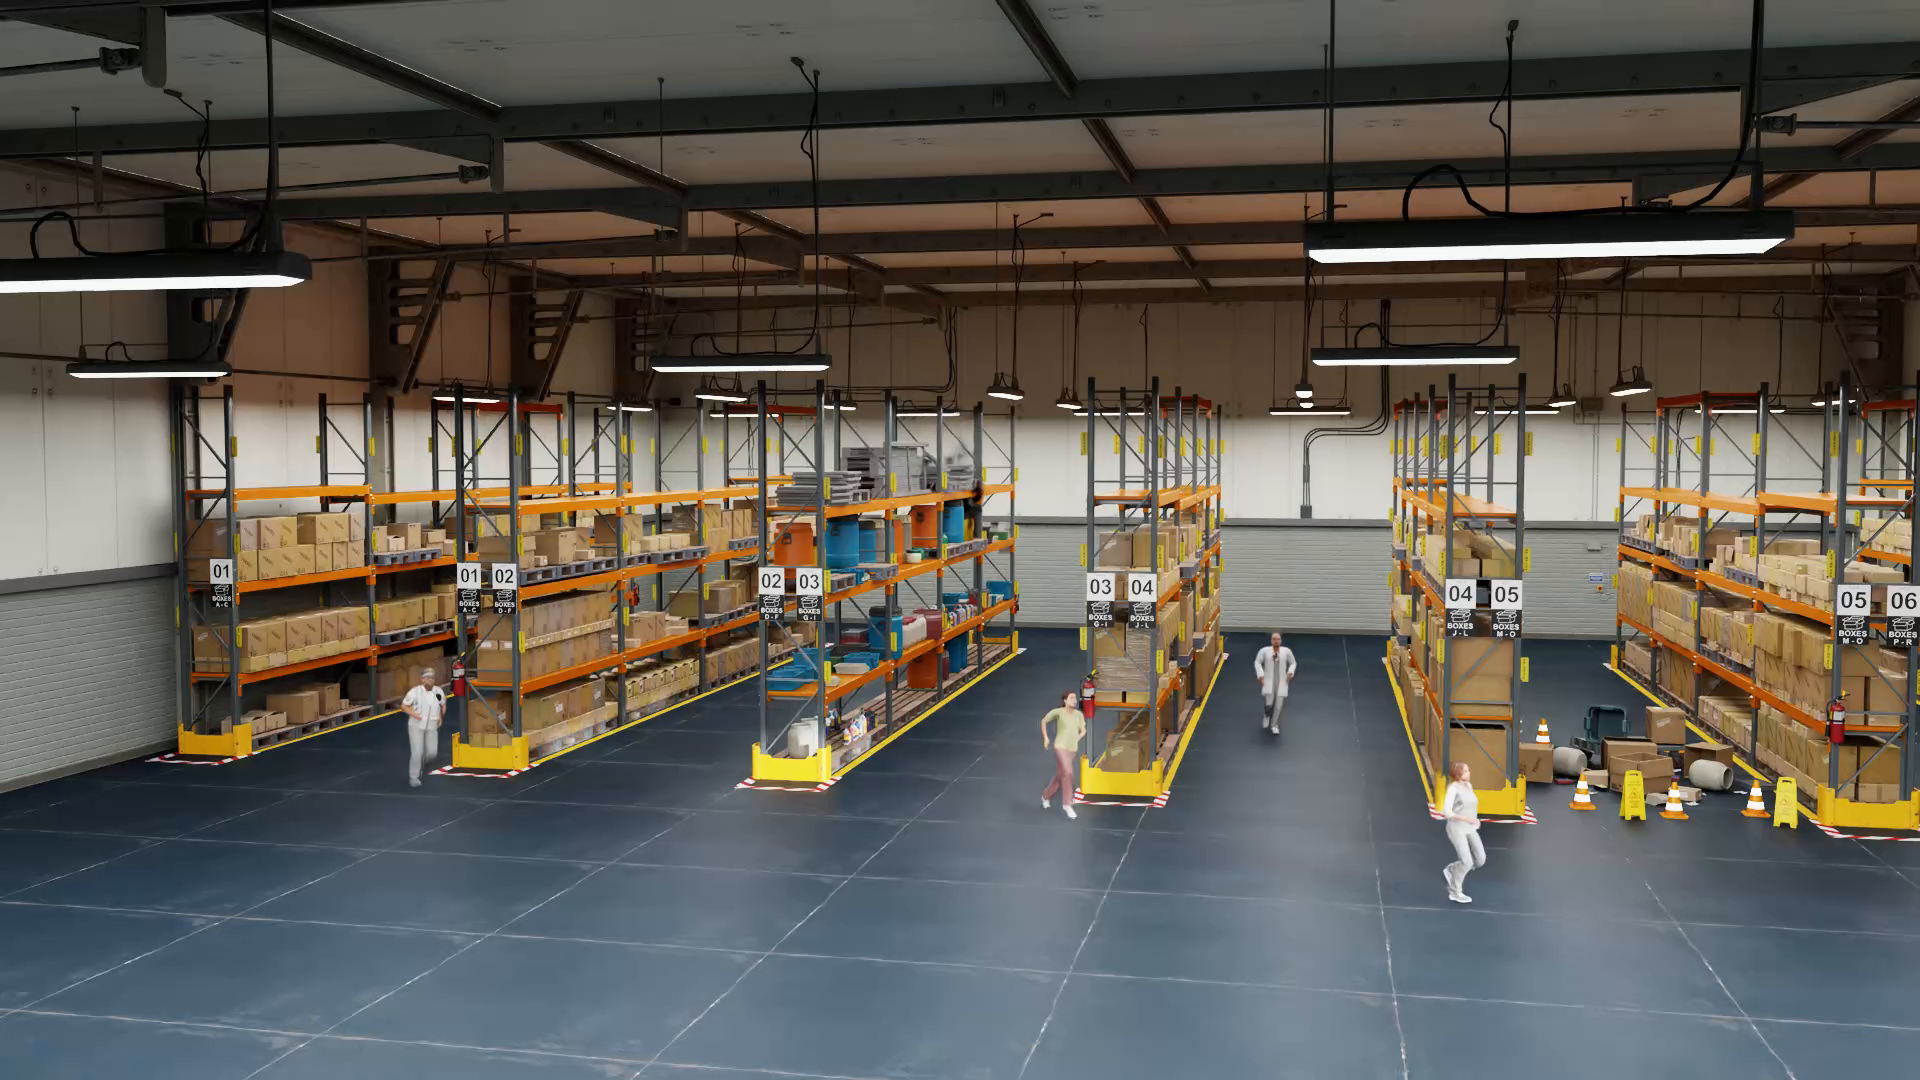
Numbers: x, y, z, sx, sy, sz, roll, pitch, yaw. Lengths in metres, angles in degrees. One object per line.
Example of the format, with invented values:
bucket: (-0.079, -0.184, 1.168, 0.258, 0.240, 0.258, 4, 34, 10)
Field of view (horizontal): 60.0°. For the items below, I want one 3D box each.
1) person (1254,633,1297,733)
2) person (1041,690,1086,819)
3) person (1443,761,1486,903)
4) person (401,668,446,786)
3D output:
person: (5.541, 2.502, 29.157, 0.727, 1.747, 0.633, 0, 3, 4)
person: (1.483, 2.888, 22.741, 0.582, 1.665, 0.862, -2, 4, -30)
person: (5.527, 3.200, 18.240, 0.530, 1.552, 0.543, -3, 4, -40)
person: (-7.937, 2.761, 24.721, 0.687, 1.730, 0.639, -2, 4, -35)
